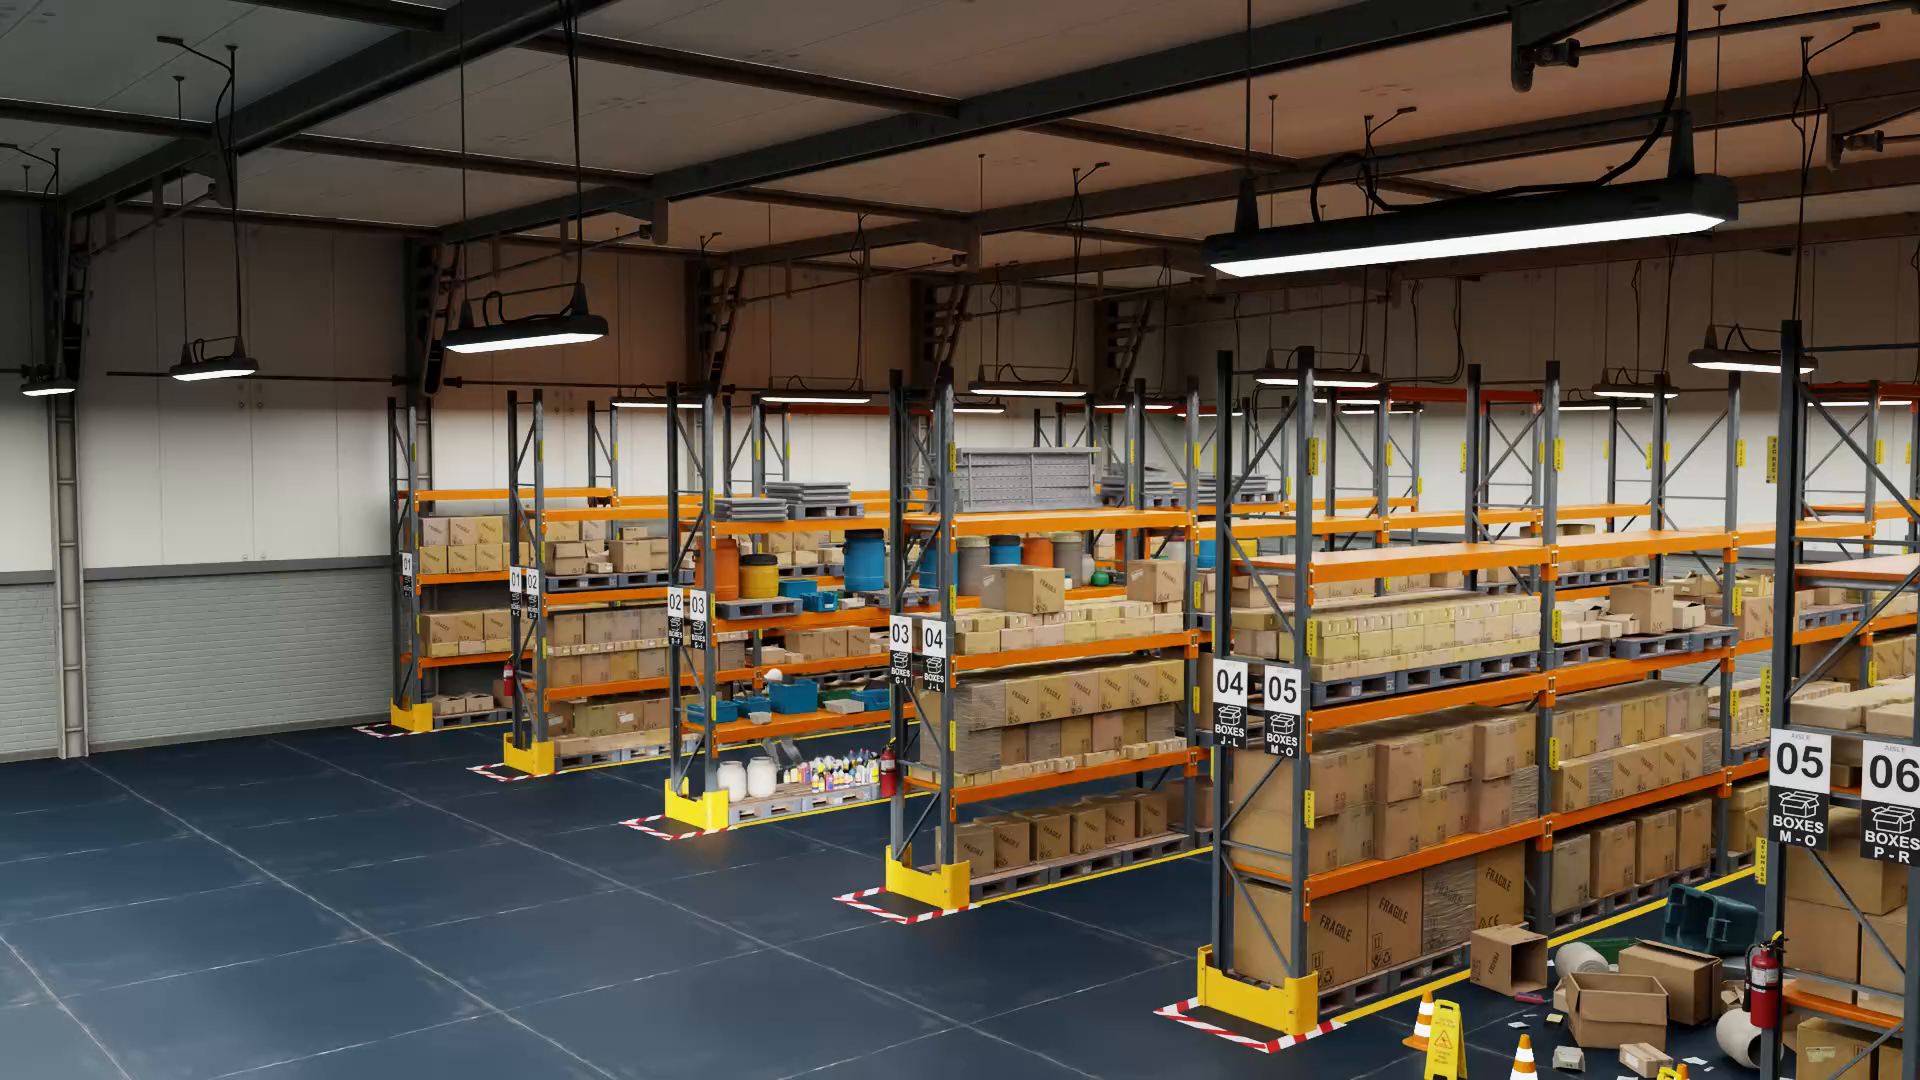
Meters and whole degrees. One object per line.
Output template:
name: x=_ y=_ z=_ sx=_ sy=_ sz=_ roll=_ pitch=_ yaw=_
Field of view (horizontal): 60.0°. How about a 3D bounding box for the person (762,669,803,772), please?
person: x=-2.745 y=2.817 z=25.599 sx=0.701 sy=1.703 sz=0.780 roll=-1 pitch=3 yaw=-9
